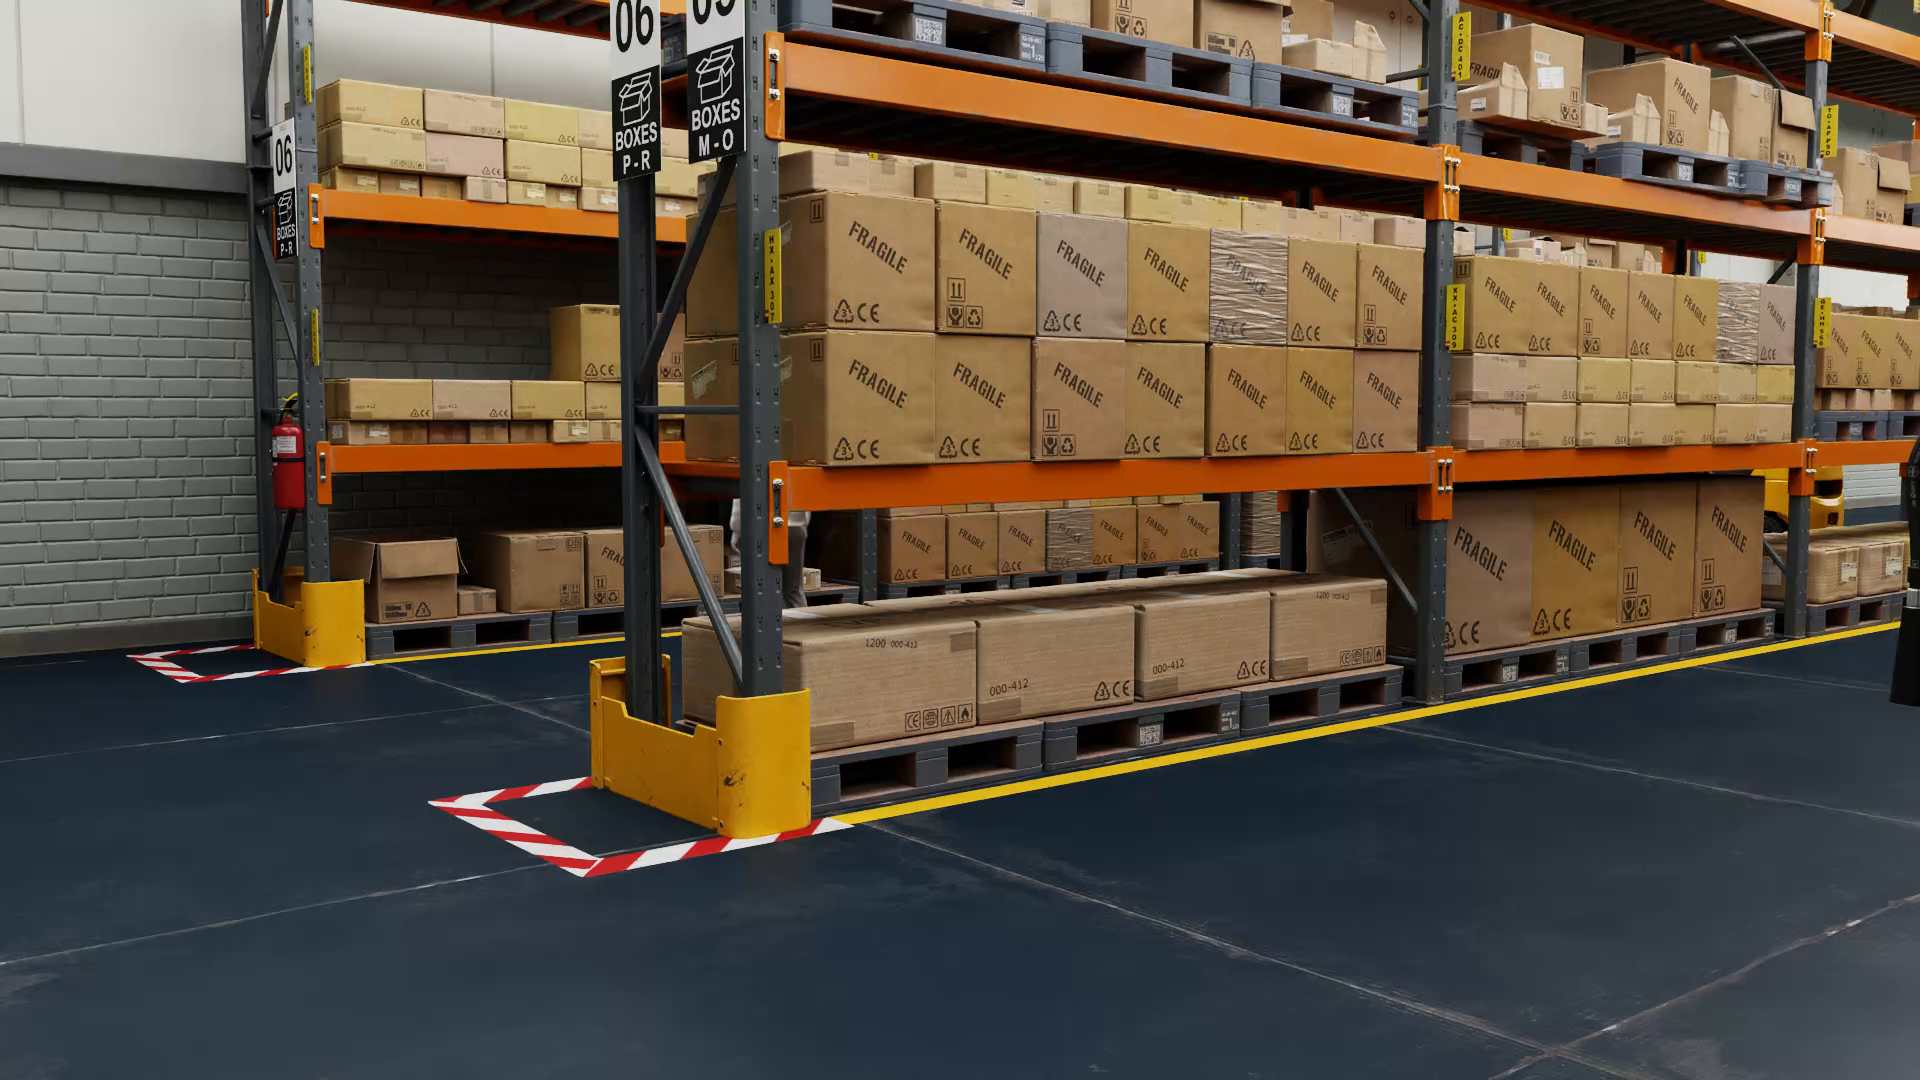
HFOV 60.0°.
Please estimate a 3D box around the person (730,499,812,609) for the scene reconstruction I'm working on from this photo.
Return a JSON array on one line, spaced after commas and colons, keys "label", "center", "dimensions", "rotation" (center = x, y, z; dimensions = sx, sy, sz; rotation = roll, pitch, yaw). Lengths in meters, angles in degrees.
[{"label": "person", "center": [-1.078, -0.058, 9.479], "dimensions": [0.540, 1.663, 0.405], "rotation": [-4, 6, -40]}]
